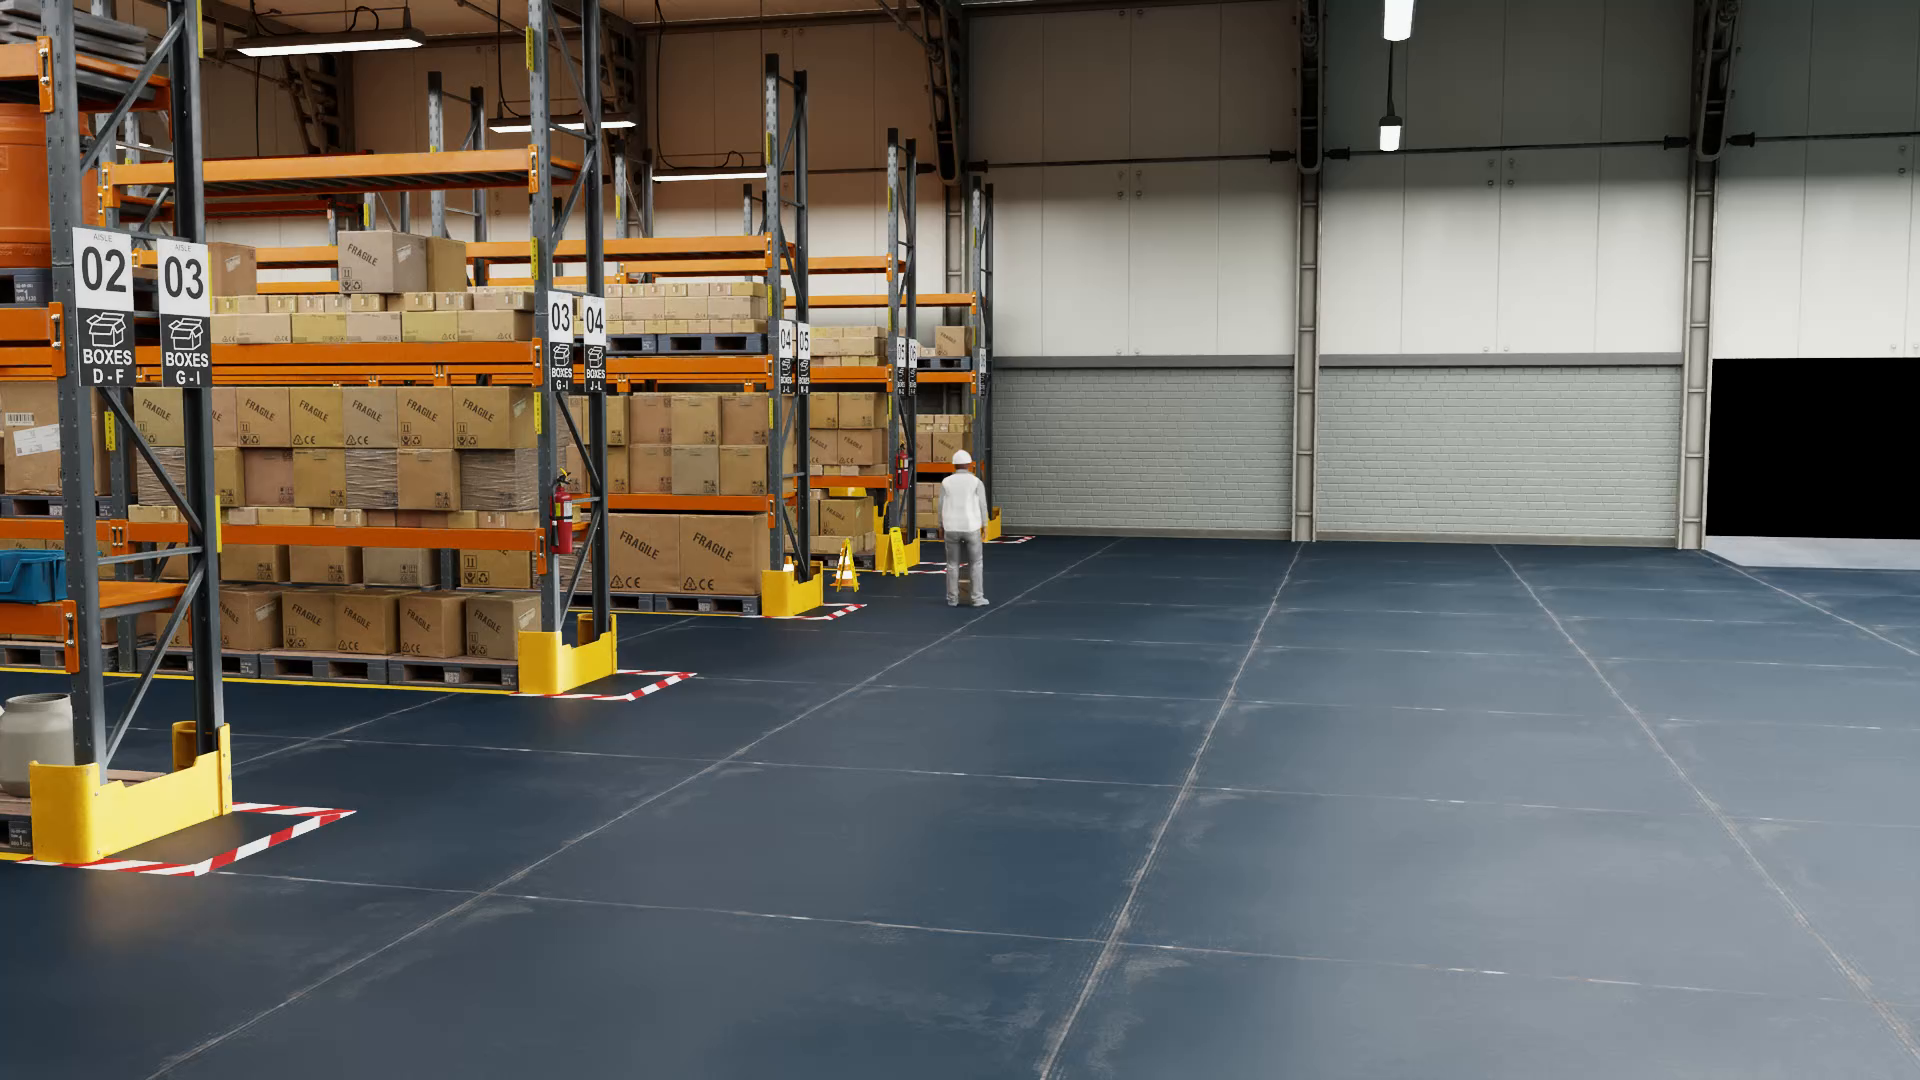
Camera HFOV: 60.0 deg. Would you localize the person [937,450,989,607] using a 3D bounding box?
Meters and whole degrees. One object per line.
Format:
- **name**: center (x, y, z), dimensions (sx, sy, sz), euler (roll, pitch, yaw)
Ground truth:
- **person**: center (0.031, -0.134, 18.969), dimensions (0.582, 1.769, 0.465), euler (1, 5, 11)
